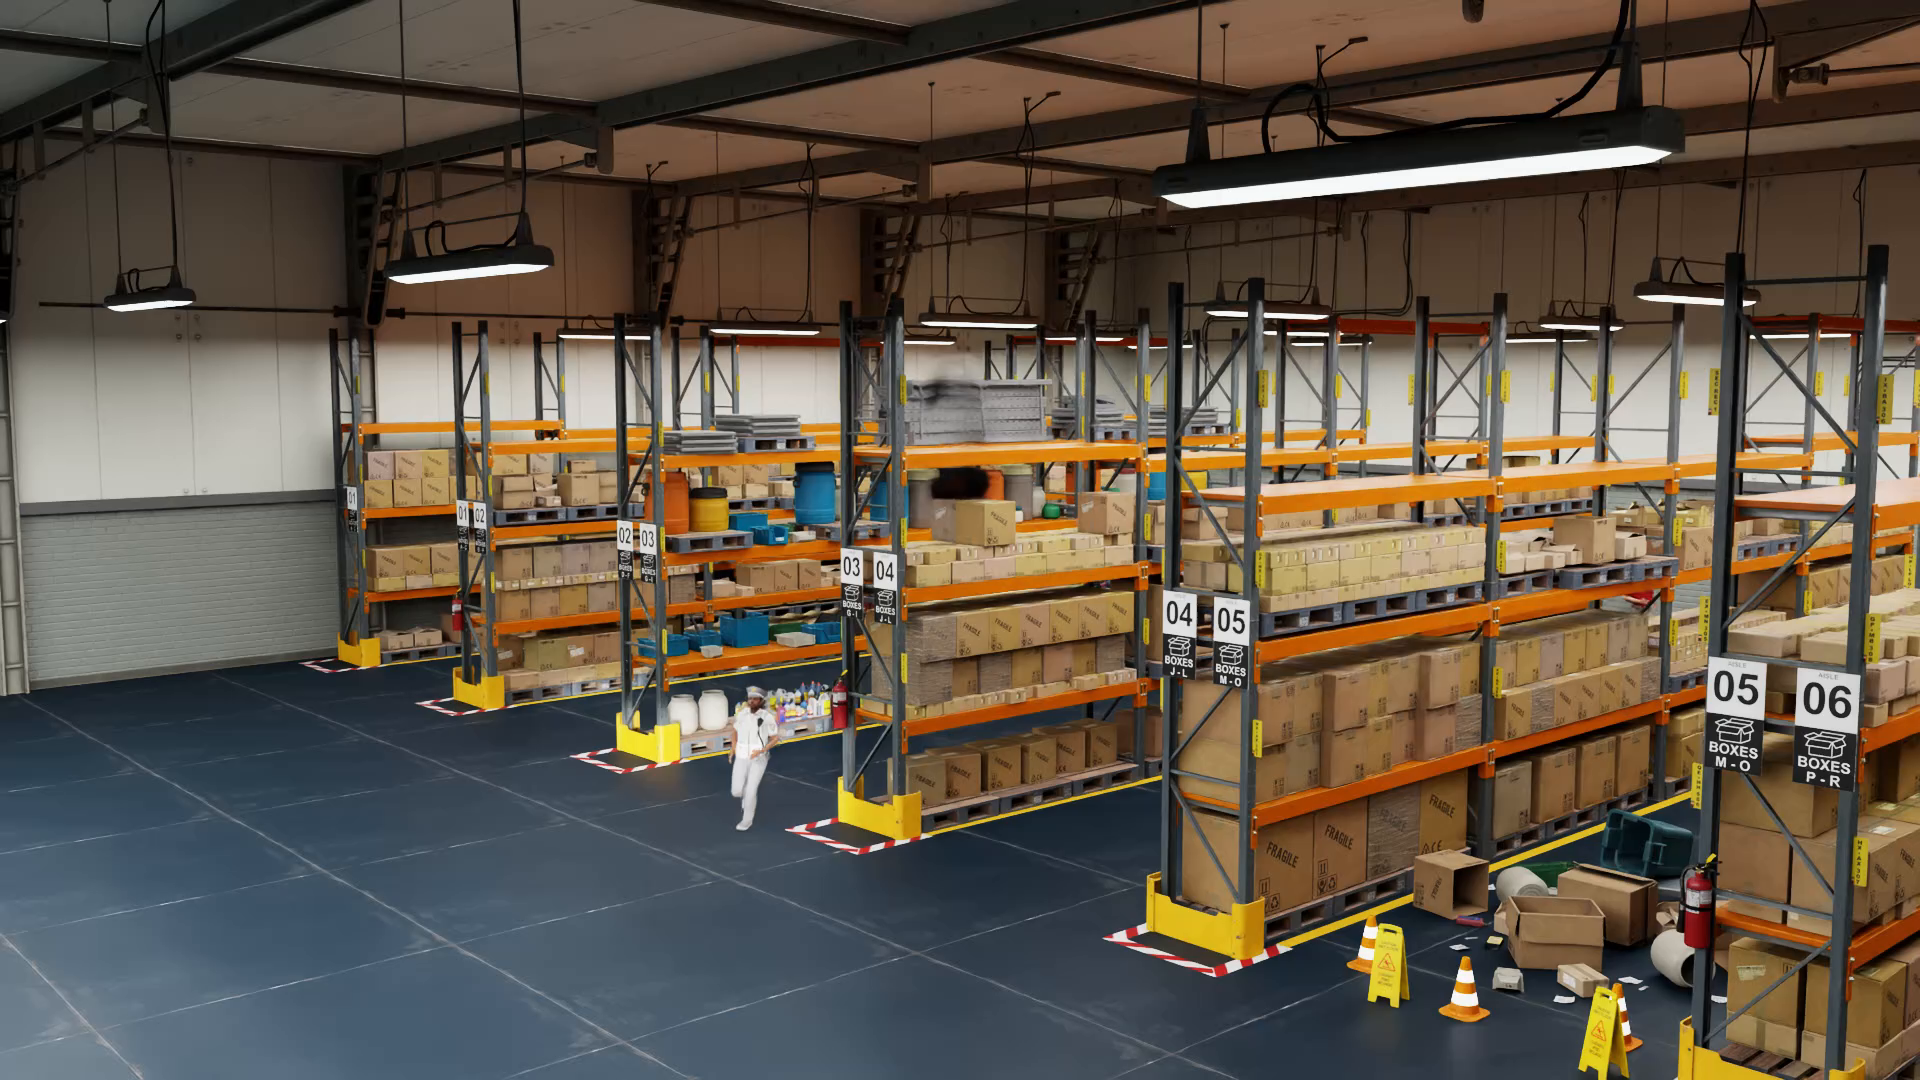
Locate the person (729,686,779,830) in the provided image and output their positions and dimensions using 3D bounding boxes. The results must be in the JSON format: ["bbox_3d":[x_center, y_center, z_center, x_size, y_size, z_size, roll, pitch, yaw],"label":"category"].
[{"bbox_3d":[-2.364,2.475,19.057,0.596,1.643,0.537,1,6,10],"label":"person"}]

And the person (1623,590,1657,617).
[{"bbox_3d":[12.314,1.343,30.088,0.667,1.754,0.945,-1,6,-5],"label":"person"}]
